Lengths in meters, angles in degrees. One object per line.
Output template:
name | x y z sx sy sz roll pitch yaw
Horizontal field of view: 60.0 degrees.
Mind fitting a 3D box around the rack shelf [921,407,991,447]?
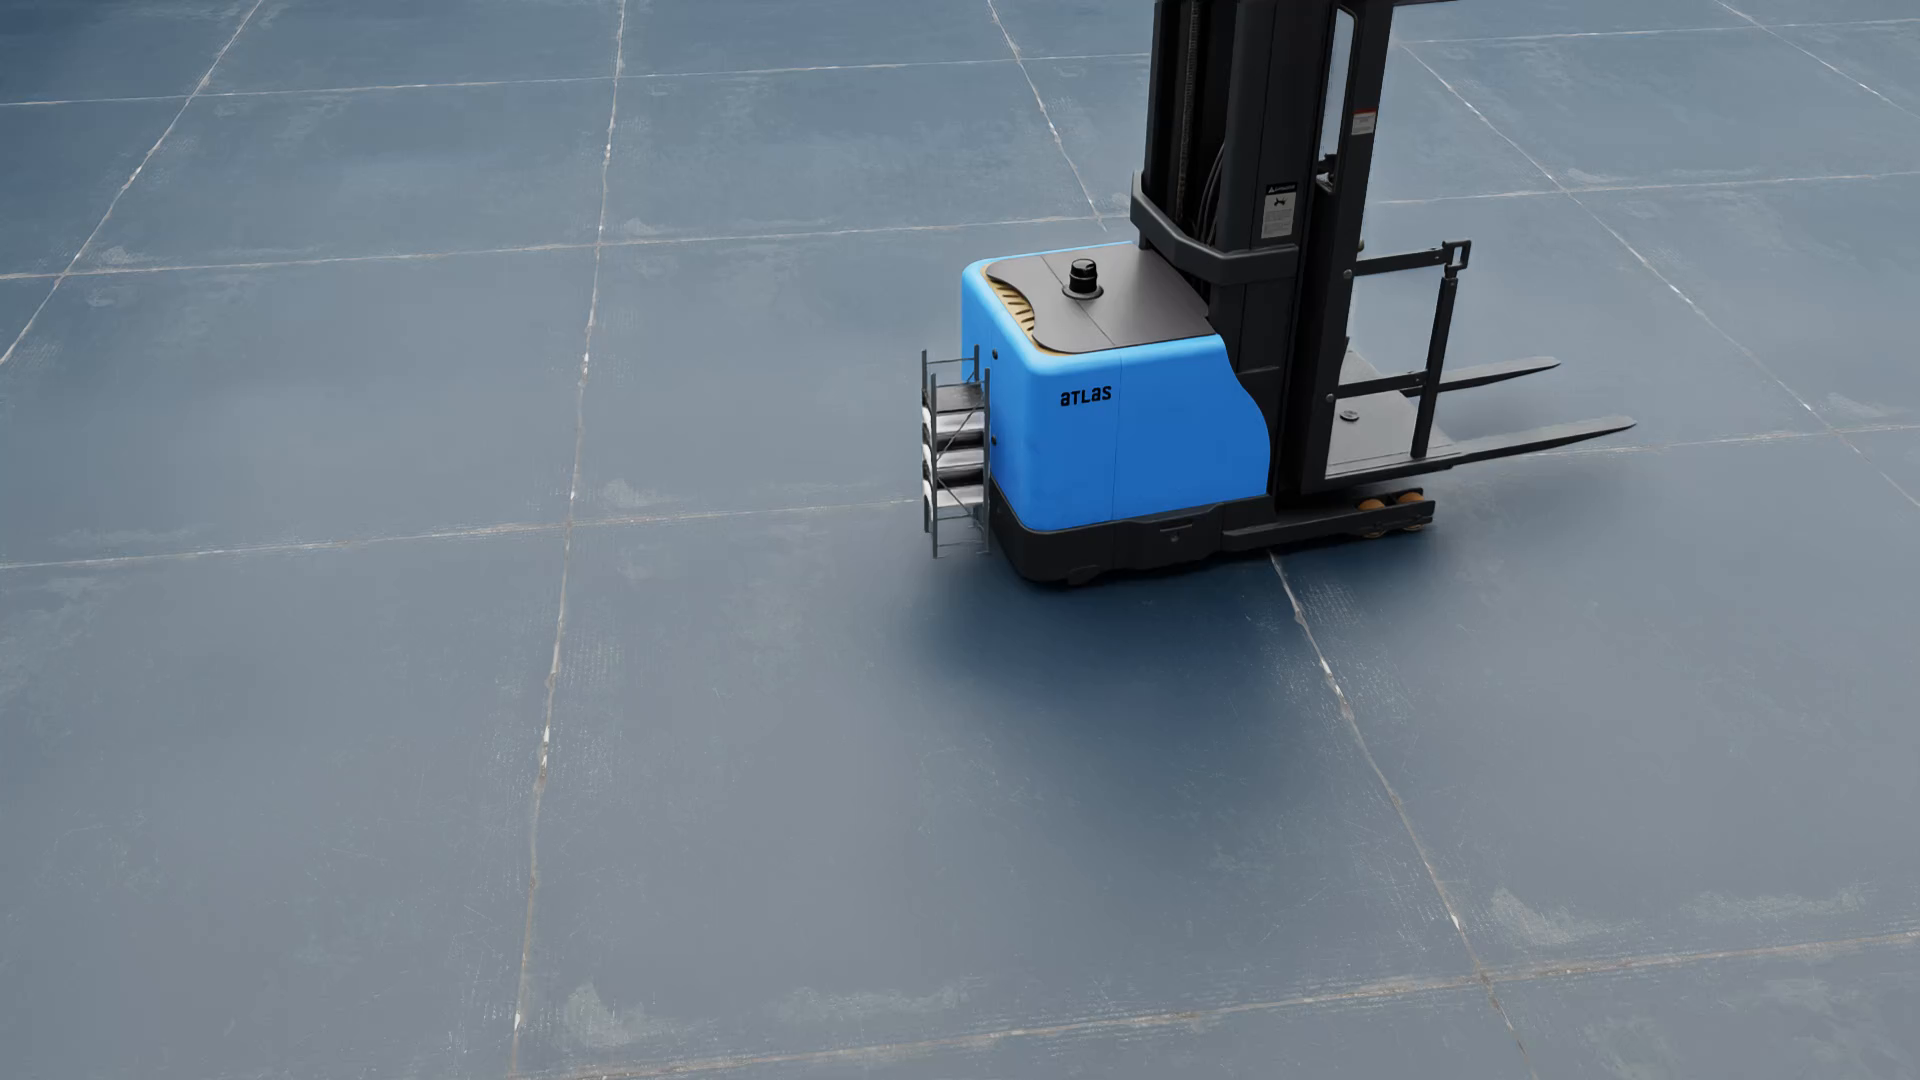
rack shelf | -0.018 -0.482 6.898 0.258 0.077 0.200 -6 35 -9

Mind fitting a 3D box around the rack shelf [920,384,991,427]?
rack shelf | -0.018 -0.557 6.847 0.258 0.077 0.200 -6 35 -9

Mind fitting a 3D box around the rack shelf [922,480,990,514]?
rack shelf | -0.018 -0.185 7.101 0.258 0.077 0.200 -6 35 -9

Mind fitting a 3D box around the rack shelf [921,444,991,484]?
rack shelf | -0.018 -0.333 6.999 0.258 0.077 0.200 -6 35 -9

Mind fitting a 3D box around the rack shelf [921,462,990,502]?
rack shelf | -0.018 -0.259 7.050 0.258 0.077 0.200 -6 35 -9

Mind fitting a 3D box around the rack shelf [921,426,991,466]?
rack shelf | -0.018 -0.408 6.949 0.258 0.077 0.200 -6 35 -9

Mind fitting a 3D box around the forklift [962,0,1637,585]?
forklift | 1.569 -1.495 6.840 3.031 2.935 1.130 -10 35 -14

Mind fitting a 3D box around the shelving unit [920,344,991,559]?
shelving unit | -0.018 -0.361 6.981 0.258 0.900 0.210 -6 35 -9

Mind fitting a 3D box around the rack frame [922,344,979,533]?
rack frame | -0.038 -0.417 7.063 0.240 0.900 0.006 -6 35 -9

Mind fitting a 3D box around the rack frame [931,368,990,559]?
rack frame | 0.002 -0.305 6.898 0.240 0.900 0.006 -6 35 -9
